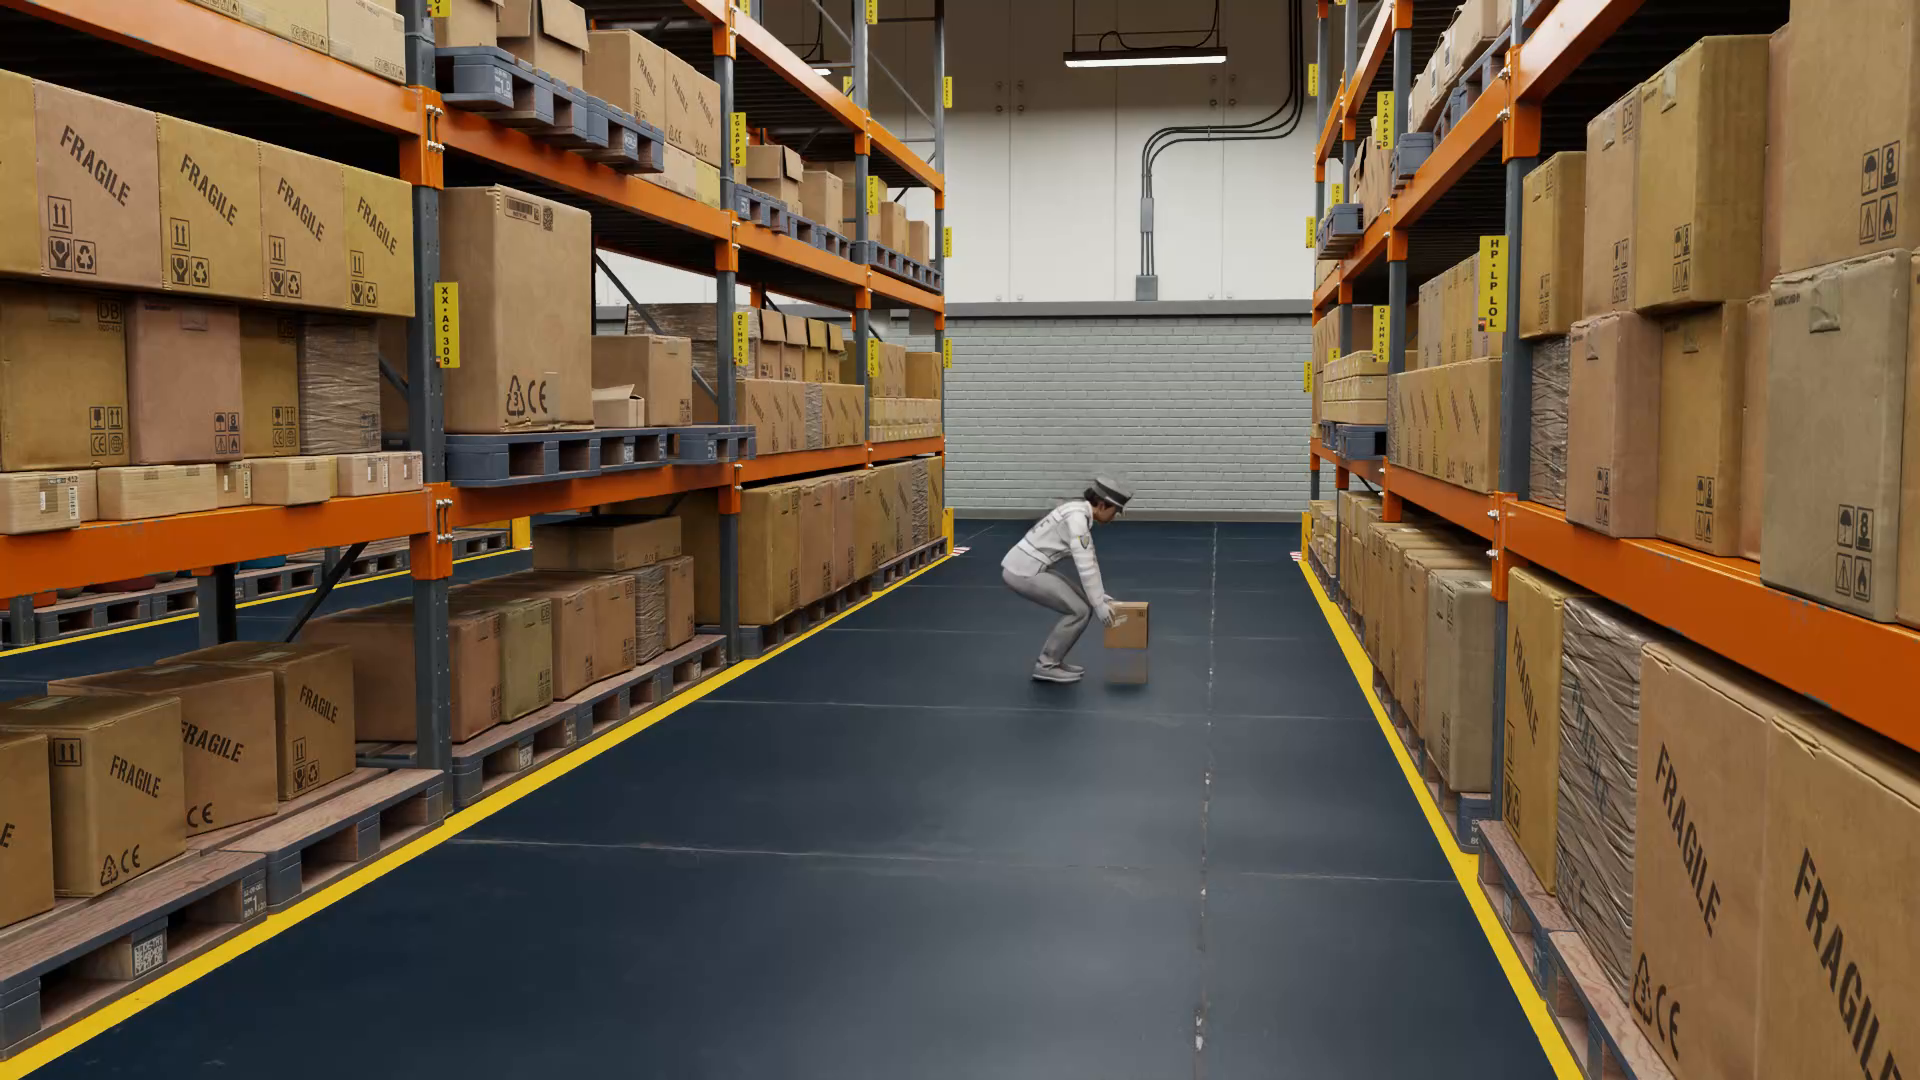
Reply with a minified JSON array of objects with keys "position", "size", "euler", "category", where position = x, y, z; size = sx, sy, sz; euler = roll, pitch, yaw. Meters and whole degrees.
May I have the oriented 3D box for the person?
[{"position":[0.640,0.226,9.942],"size":[0.780,1.213,0.527],"euler":[1,5,9],"category":"person"}]
